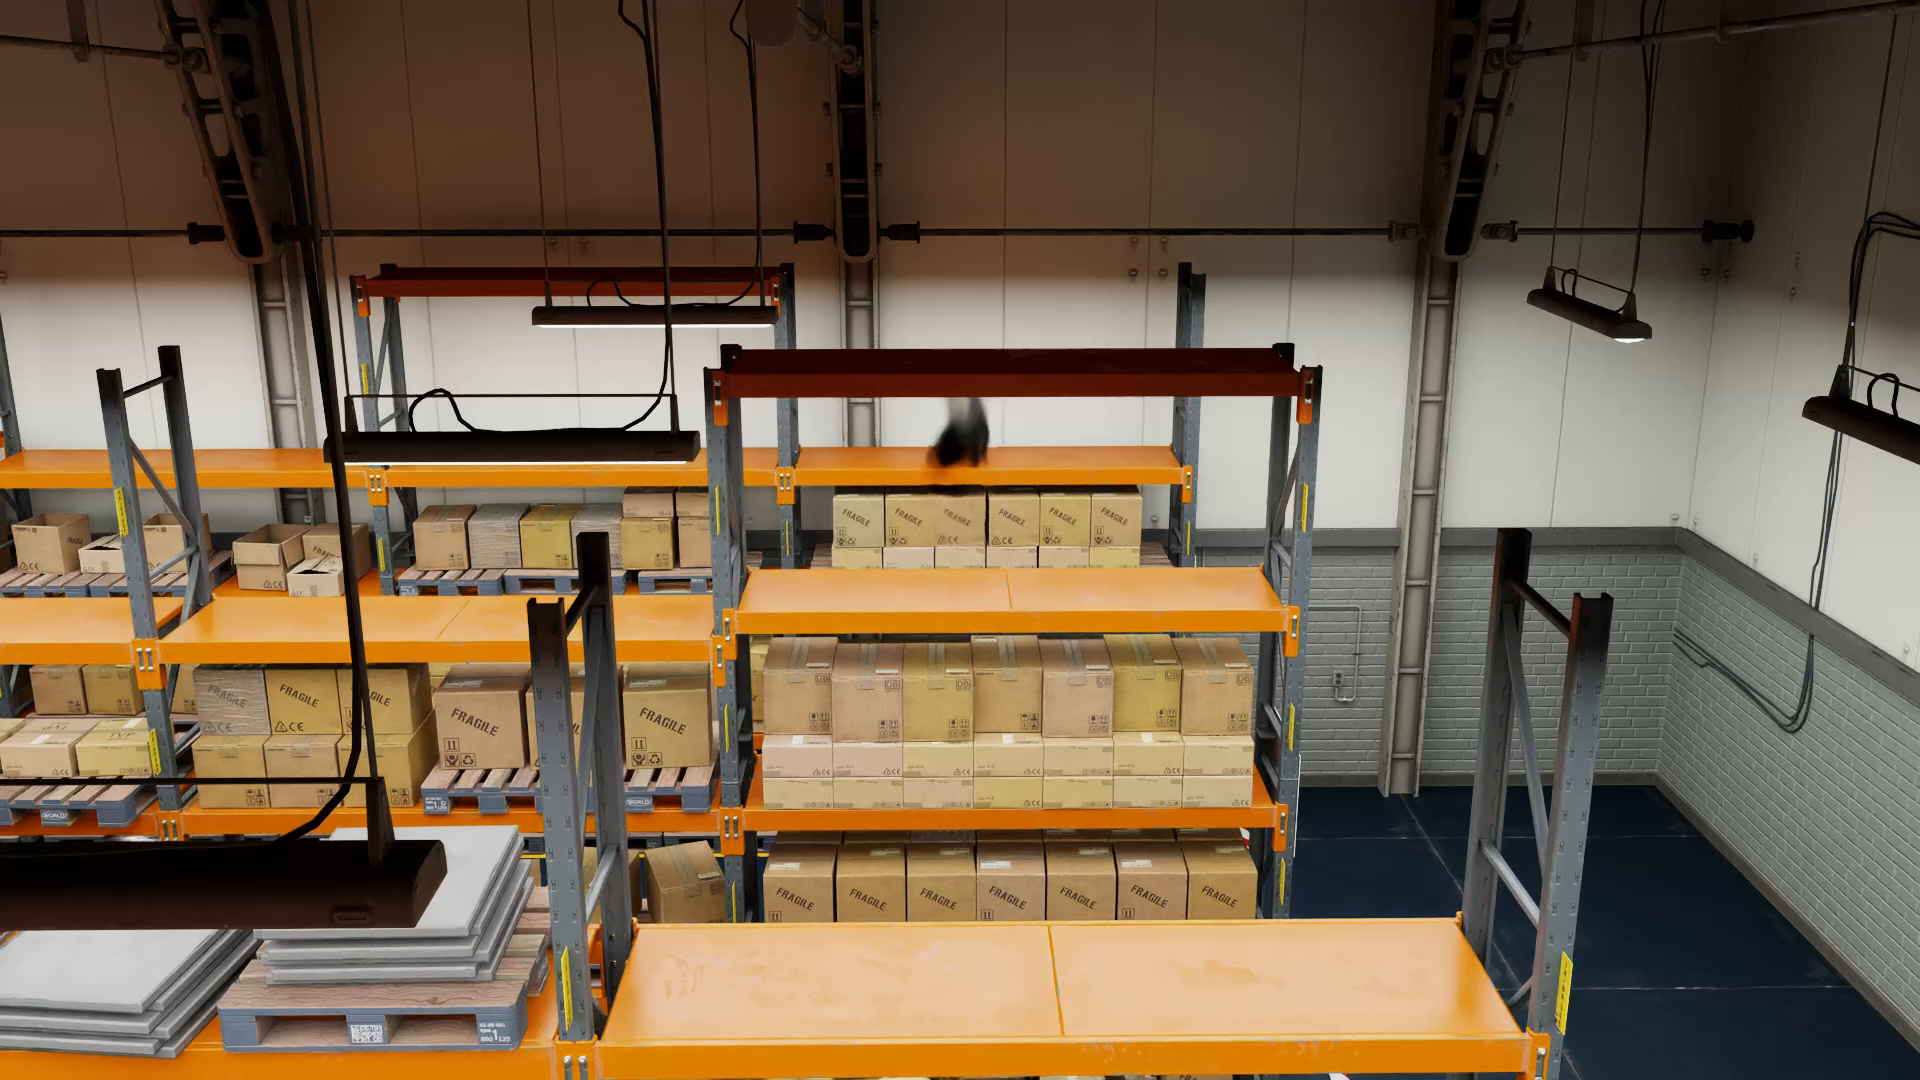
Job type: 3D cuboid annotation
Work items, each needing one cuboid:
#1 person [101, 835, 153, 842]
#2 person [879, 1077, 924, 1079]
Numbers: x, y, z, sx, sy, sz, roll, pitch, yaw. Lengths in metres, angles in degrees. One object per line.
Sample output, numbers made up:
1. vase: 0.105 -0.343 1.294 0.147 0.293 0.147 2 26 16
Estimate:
1. person: -7.212 3.099 14.646 0.708 1.595 0.768 9 18 28
2. person: -0.208 4.184 11.028 0.636 1.654 0.667 -4 17 -15
